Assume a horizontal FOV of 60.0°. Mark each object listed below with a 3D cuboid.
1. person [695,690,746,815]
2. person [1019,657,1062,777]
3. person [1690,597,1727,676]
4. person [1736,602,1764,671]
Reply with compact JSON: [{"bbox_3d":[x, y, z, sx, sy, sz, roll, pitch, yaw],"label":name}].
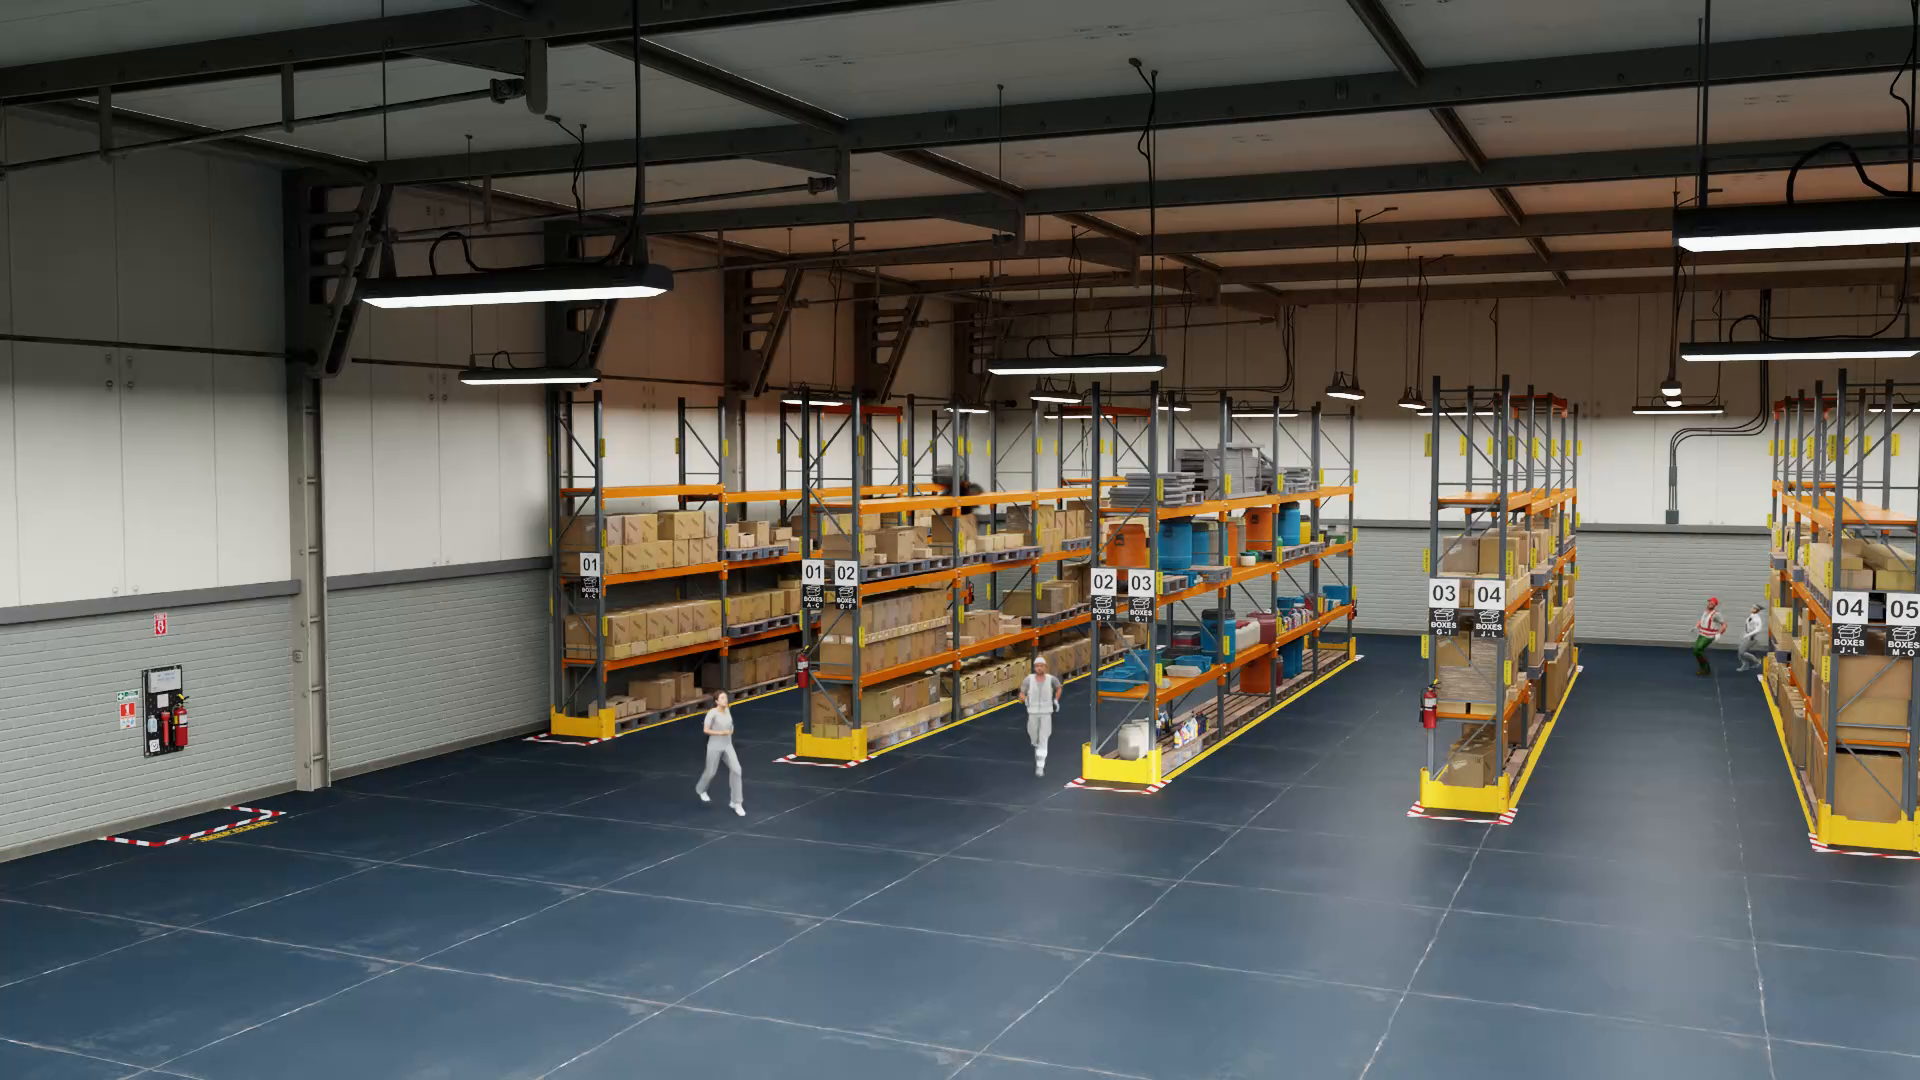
[{"bbox_3d":[-3.357,2.912,22.945,0.535,1.711,0.996,-3,4,-41],"label":"person"},{"bbox_3d":[1.248,2.700,25.755,0.657,1.796,0.944,0,3,5],"label":"person"},{"bbox_3d":[16.360,2.127,36.507,0.597,1.732,0.728,0,3,-8],"label":"person"},{"bbox_3d":[17.618,2.167,37.083,0.546,1.616,0.695,1,3,25],"label":"person"}]
